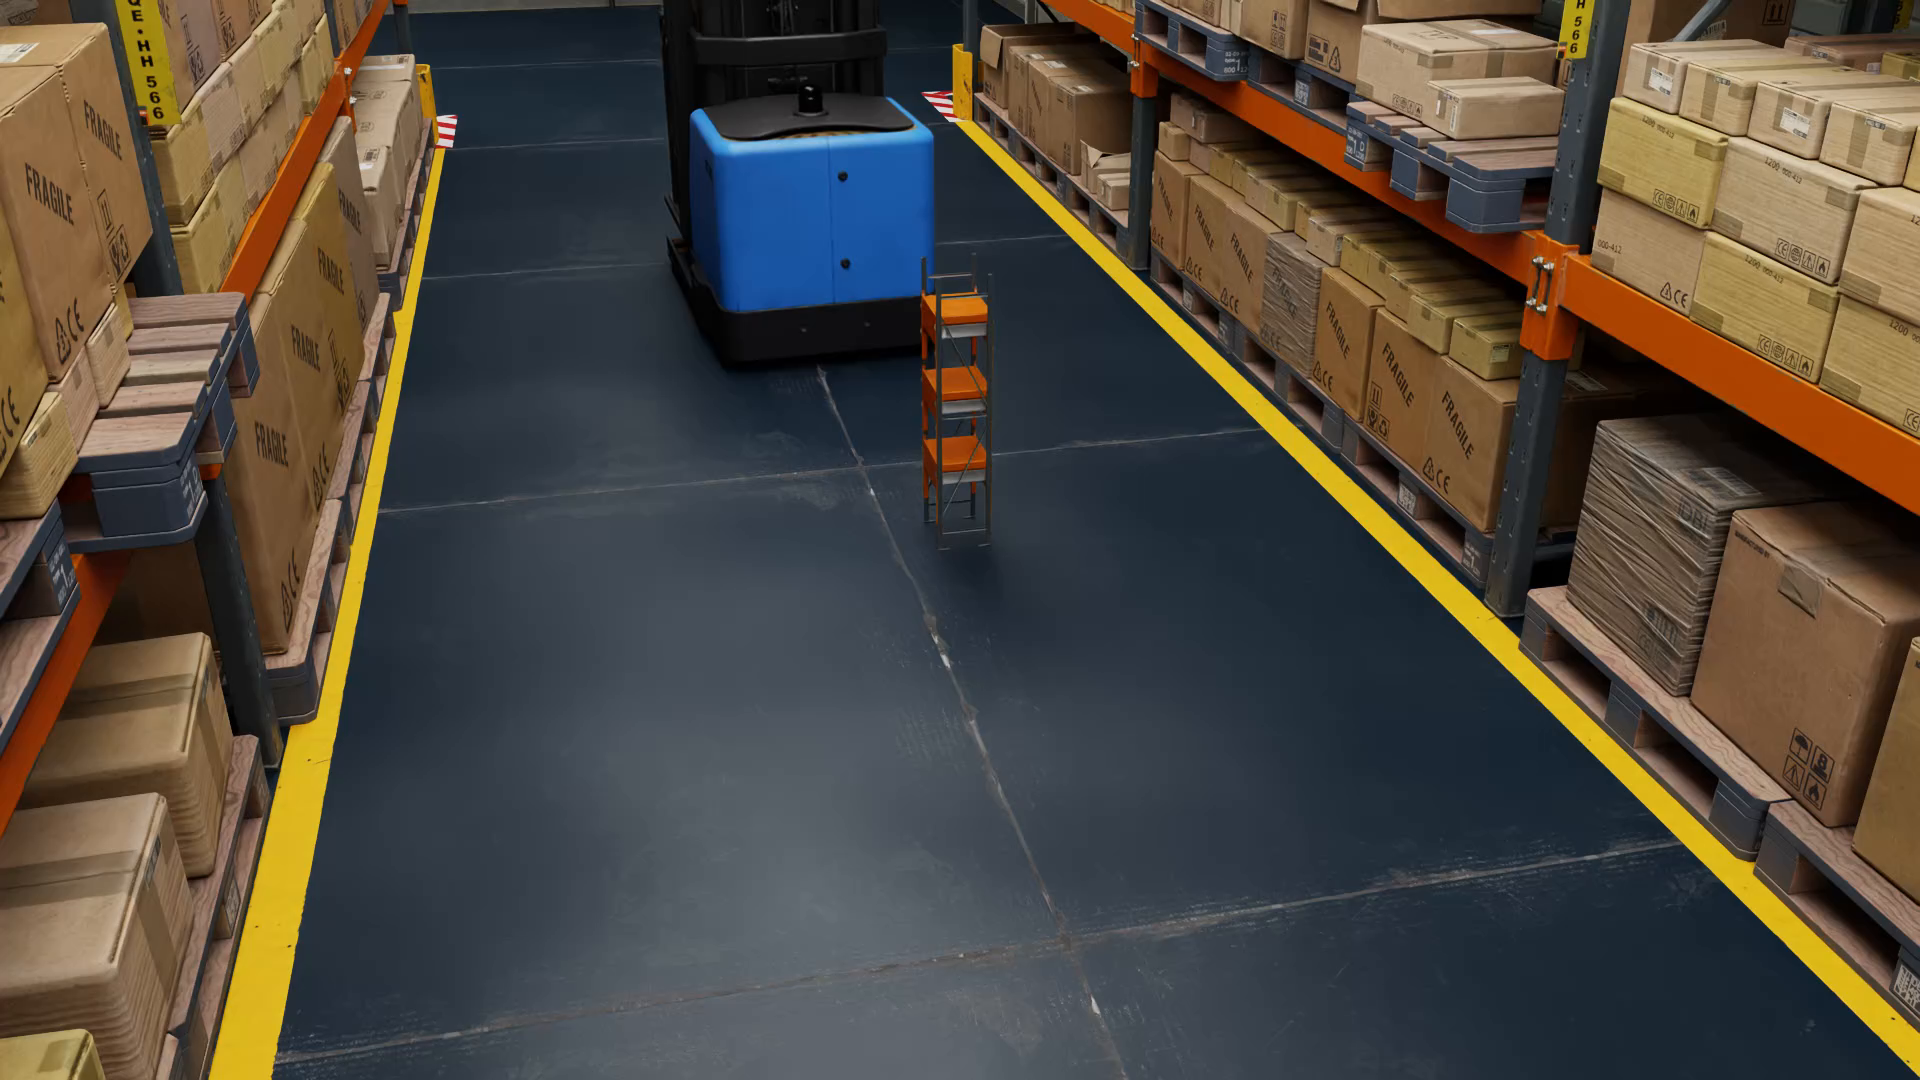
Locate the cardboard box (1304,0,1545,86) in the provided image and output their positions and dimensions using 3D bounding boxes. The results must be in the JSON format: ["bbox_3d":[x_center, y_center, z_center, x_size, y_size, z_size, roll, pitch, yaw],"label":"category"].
[{"bbox_3d":[1.779,-2.071,6.444,0.797,0.503,0.637,-7,28,-13],"label":"cardboard box"}]

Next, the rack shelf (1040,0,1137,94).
[{"bbox_3d":[0.975,-3.453,10.560,1.077,0.370,4.000,-6,27,-12],"label":"rack shelf"}]

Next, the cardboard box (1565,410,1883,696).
[{"bbox_3d":[2.454,0.008,5.075,0.875,0.625,0.625,-5,27,-10],"label":"cardboard box"}]

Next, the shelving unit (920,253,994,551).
[{"bbox_3d":[-0.012,-0.492,6.060,0.215,1.050,0.252,-6,27,-12],"label":"shelving unit"}]

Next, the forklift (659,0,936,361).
[{"bbox_3d":[-1.000,-2.784,8.513,1.130,2.935,3.031,-7,28,-14],"label":"forklift"}]

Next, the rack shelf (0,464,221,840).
[{"bbox_3d":[-2.058,0.565,2.600,1.077,0.370,4.000,-6,27,-12],"label":"rack shelf"}]

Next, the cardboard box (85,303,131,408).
[{"bbox_3d":[-1.974,-0.373,3.473,0.380,0.149,0.250,-6,27,-12],"label":"cardboard box"}]

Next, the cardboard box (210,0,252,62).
[{"bbox_3d":[-2.604,-1.812,5.291,0.500,0.500,0.500,-5,27,-10],"label":"cardboard box"}]

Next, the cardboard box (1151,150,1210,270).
[{"bbox_3d":[1.315,-1.732,8.661,0.500,0.500,0.500,-5,27,-9],"label":"cardboard box"}]

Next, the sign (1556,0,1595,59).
[{"bbox_3d":[1.800,-1.562,4.819,0.100,0.325,0.005,-6,27,-12],"label":"sign"}]

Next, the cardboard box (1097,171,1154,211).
[{"bbox_3d":[1.014,-2.025,9.632,0.380,0.149,0.250,-7,28,-13],"label":"cardboard box"}]

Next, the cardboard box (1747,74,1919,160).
[{"bbox_3d":[2.256,-1.077,4.224,0.380,0.149,0.250,-5,27,-10],"label":"cardboard box"}]

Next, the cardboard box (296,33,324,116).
[{"bbox_3d":[-2.949,-1.928,6.908,0.500,0.250,0.500,-6,27,-12],"label":"cardboard box"}]

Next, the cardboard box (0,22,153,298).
[{"bbox_3d":[-2.135,-0.828,3.654,0.500,0.500,0.500,-7,28,-13],"label":"cardboard box"}]

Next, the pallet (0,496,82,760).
[{"bbox_3d":[-2.022,0.316,2.507,1.003,0.211,1.213,-6,27,-12],"label":"pallet"}]

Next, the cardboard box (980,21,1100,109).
[{"bbox_3d":[0.569,-3.447,12.054,0.797,0.503,0.637,-7,28,-14],"label":"cardboard box"}]

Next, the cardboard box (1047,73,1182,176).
[{"bbox_3d":[0.958,-2.610,10.401,0.700,0.500,0.500,-7,28,-14],"label":"cardboard box"}]

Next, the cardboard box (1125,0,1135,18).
[{"bbox_3d":[1.107,-2.898,8.942,0.380,0.149,0.250,-6,27,-11],"label":"cardboard box"}]

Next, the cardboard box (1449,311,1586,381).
[{"bbox_3d":[1.969,-0.692,5.881,0.380,0.149,0.250,-7,28,-14],"label":"cardboard box"}]

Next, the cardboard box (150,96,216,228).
[{"bbox_3d":[-2.382,-1.038,4.589,0.500,0.250,0.500,-6,27,-12],"label":"cardboard box"}]

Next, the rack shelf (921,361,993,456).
[{"bbox_3d":[-0.012,-0.483,6.065,0.215,0.259,0.240,-6,27,-12],"label":"rack shelf"}]

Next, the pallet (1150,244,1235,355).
[{"bbox_3d":[1.645,-1.298,8.587,1.003,0.211,1.213,-6,27,-12],"label":"pallet"}]

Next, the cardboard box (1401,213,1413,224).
[{"bbox_3d":[2.150,-1.447,7.376,0.380,0.149,0.250,-7,28,-14],"label":"cardboard box"}]

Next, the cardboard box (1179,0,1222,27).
[{"bbox_3d":[1.433,-2.666,7.625,0.700,0.500,0.500,-6,27,-11],"label":"cardboard box"}]

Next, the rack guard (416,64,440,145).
[{"bbox_3d":[-4.317,-3.041,11.720,1.175,0.500,0.348,-6,27,-12],"label":"rack guard"}]

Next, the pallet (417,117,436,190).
[{"bbox_3d":[-4.055,-2.558,11.084,1.003,0.211,1.213,-6,27,-12],"label":"pallet"}]

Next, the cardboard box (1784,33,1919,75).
[{"bbox_3d":[2.597,-1.352,4.769,0.380,0.149,0.250,-5,27,-10],"label":"cardboard box"}]

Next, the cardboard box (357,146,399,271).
[{"bbox_3d":[-3.447,-1.720,8.707,0.875,0.438,0.875,-6,27,-12],"label":"cardboard box"}]

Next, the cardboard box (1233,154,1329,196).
[{"bbox_3d":[1.529,-1.728,7.934,0.380,0.149,0.250,-6,27,-12],"label":"cardboard box"}]

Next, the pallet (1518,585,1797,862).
[{"bbox_3d":[2.474,0.470,5.084,1.003,0.211,1.213,-6,27,-12],"label":"pallet"}]

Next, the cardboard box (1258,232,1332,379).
[{"bbox_3d":[1.664,-1.052,7.313,0.500,0.500,0.500,-7,28,-13],"label":"cardboard box"}]

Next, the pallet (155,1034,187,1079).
[{"bbox_3d":[-2.062,1.488,3.067,1.003,0.211,1.213,-6,27,-12],"label":"pallet"}]

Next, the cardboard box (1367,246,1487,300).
[{"bbox_3d":[1.845,-1.049,6.588,0.380,0.149,0.250,-5,27,-10],"label":"cardboard box"}]

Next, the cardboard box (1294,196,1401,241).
[{"bbox_3d":[1.692,-1.390,7.263,0.380,0.149,0.250,-6,27,-11],"label":"cardboard box"}]

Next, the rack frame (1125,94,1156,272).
[{"bbox_3d":[1.425,-2.896,8.659,1.000,3.000,0.127,-6,27,-12],"label":"rack frame"}]

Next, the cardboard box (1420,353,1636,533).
[{"bbox_3d":[2.022,-0.375,5.973,0.500,0.500,0.500,-5,27,-10],"label":"cardboard box"}]

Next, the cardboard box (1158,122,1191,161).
[{"bbox_3d":[1.247,-2.073,8.615,0.380,0.149,0.250,-5,27,-9],"label":"cardboard box"}]

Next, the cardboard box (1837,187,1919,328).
[{"bbox_3d":[2.401,-0.625,3.771,0.500,0.250,0.500,-7,28,-13],"label":"cardboard box"}]

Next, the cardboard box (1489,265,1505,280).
[{"bbox_3d":[2.374,-1.111,6.710,0.380,0.149,0.250,-7,28,-14],"label":"cardboard box"}]

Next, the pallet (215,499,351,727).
[{"bbox_3d":[-2.613,0.257,5.507,1.003,0.211,1.213,-6,27,-12],"label":"pallet"}]

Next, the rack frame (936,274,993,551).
[{"bbox_3d":[0.015,-0.439,5.954,0.200,1.050,0.008,-6,27,-12],"label":"rack frame"}]

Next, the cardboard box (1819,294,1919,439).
[{"bbox_3d":[2.420,-0.407,3.893,0.500,0.250,0.500,-7,28,-13],"label":"cardboard box"}]

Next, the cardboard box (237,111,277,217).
[{"bbox_3d":[-2.619,-1.262,5.588,0.500,0.250,0.500,-5,27,-10],"label":"cardboard box"}]

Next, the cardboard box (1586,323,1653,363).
[{"bbox_3d":[2.513,-0.762,6.018,0.380,0.149,0.250,-5,27,-9],"label":"cardboard box"}]

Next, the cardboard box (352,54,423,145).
[{"bbox_3d":[-4.065,-2.910,11.065,0.875,0.438,0.875,-7,28,-13],"label":"cardboard box"}]

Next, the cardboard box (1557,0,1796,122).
[{"bbox_3d":[2.363,-1.614,5.541,0.500,0.500,0.500,-5,27,-9],"label":"cardboard box"}]

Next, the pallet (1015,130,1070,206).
[{"bbox_3d":[0.993,-2.489,10.948,1.003,0.211,1.213,-6,27,-12],"label":"pallet"}]

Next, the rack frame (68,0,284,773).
[{"bbox_3d":[-2.508,-0.634,4.178,1.000,3.000,0.127,-6,27,-12],"label":"rack frame"}]

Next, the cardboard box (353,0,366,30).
[{"bbox_3d":[-3.370,-2.889,8.533,0.500,0.500,0.500,-6,27,-11],"label":"cardboard box"}]

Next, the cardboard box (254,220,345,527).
[{"bbox_3d":[-2.780,-0.577,5.956,0.875,0.875,0.875,-6,27,-11],"label":"cardboard box"}]

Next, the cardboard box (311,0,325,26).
[{"bbox_3d":[-3.074,-2.378,7.243,0.500,0.250,0.500,-6,27,-12],"label":"cardboard box"}]

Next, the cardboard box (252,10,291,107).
[{"bbox_3d":[-2.699,-1.709,5.919,0.500,0.250,0.500,-5,27,-11],"label":"cardboard box"}]

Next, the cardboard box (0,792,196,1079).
[{"bbox_3d":[-2.217,0.924,3.541,0.950,0.372,0.625,-6,27,-13],"label":"cardboard box"}]
